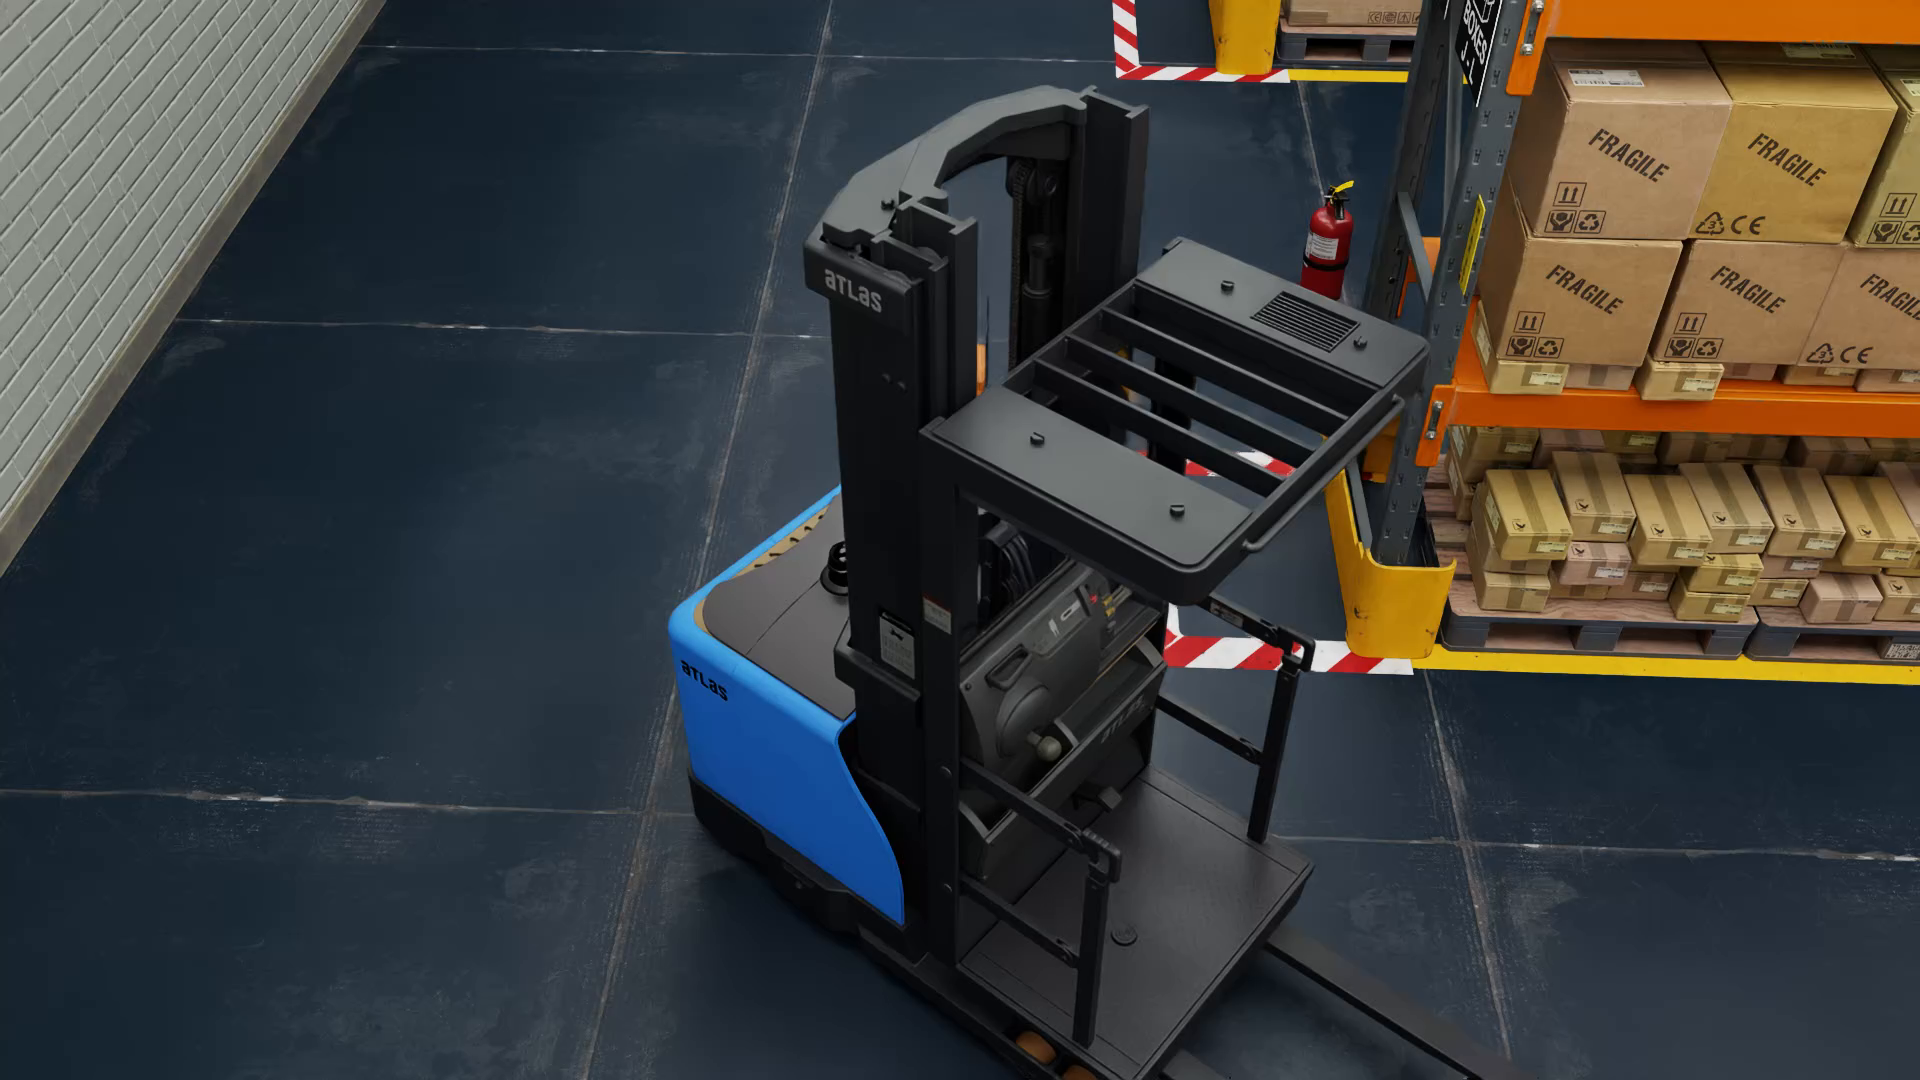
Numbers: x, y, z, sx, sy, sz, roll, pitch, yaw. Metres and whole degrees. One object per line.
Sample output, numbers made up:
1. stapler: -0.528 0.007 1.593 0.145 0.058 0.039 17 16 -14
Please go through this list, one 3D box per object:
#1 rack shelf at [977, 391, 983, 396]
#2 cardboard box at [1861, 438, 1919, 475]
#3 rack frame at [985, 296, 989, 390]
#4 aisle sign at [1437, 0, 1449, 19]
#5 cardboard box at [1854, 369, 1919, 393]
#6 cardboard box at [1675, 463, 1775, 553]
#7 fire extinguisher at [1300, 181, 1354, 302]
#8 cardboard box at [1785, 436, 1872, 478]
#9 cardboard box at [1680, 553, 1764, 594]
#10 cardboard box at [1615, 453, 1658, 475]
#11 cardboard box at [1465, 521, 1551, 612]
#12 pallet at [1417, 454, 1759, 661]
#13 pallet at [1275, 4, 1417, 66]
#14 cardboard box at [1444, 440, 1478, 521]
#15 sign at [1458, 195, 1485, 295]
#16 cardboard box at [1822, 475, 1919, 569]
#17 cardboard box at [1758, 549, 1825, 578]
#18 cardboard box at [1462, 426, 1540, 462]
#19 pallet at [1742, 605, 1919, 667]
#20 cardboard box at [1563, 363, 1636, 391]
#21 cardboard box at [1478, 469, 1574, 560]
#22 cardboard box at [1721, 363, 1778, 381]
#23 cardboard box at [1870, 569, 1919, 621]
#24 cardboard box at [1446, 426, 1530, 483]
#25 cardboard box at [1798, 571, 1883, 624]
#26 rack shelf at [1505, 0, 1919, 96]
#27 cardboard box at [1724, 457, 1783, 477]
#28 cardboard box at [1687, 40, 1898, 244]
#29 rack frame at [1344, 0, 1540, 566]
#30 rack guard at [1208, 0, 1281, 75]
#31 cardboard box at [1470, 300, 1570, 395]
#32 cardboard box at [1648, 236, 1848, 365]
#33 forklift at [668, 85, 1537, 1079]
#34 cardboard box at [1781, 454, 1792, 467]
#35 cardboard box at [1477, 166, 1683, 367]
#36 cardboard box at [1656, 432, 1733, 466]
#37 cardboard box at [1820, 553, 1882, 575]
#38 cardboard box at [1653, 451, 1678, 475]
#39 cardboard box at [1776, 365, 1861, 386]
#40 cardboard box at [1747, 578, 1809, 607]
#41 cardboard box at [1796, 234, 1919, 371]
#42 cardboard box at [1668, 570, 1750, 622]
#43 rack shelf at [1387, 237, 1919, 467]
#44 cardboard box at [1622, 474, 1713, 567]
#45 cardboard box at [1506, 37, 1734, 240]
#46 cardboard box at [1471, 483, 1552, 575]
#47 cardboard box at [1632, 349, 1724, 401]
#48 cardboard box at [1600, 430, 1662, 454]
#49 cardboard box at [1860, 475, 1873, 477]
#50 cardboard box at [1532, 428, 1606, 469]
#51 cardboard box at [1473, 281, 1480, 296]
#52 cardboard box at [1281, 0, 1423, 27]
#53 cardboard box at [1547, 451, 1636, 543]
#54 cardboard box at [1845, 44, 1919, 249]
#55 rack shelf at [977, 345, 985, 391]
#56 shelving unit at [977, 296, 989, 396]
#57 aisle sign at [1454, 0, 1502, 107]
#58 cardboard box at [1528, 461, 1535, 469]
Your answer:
1. rack shelf: 0.014 -0.582 6.707 0.180 0.103 0.258 2 43 2
2. cardboard box: 3.802 -0.442 6.871 0.250 0.149 0.380 2 43 2
3. rack frame: 0.106 -0.436 6.838 0.006 1.200 0.240 2 43 2
4. aisle sign: 1.641 -2.177 5.479 0.004 0.787 0.394 2 43 2
5. cardboard box: 3.312 -0.704 5.989 0.250 0.149 0.380 1 43 1
6. cardboard box: 2.987 -0.128 6.533 0.250 0.149 0.380 0 43 0
7. fire extinguisher: 1.470 -1.177 6.643 0.183 0.674 0.296 2 43 2
8. cardboard box: 3.539 -0.431 6.859 0.250 0.149 0.380 0 43 0
9. cardboard box: 2.984 0.028 6.585 0.250 0.149 0.380 3 43 3
10. cardboard box: 2.760 -0.402 7.046 0.250 0.149 0.380 0 43 0
11. cardboard box: 2.210 0.104 6.721 0.250 0.149 0.380 3 43 3
12. pallet: 2.587 0.052 7.039 1.213 0.211 1.003 2 43 2
13. pallet: 2.625 -3.402 10.747 1.213 0.211 1.003 2 43 2
14. cardboard box: 2.236 -0.256 7.107 0.250 0.149 0.380 2 43 3
15. sign: 1.677 -0.967 5.452 0.005 0.325 0.100 2 43 2
16. cardboard box: 3.525 -0.073 6.475 0.250 0.149 0.380 2 43 3
17. cardboard box: 3.253 -0.029 6.645 0.250 0.149 0.380 0 43 0
18. cardboard box: 2.241 -0.504 6.937 0.250 0.149 0.380 2 43 2
19. pallet: 3.802 0.091 6.997 1.213 0.211 1.003 2 43 2
20. cardboard box: 2.266 -0.715 6.001 0.250 0.149 0.380 3 43 3
21. cardboard box: 2.209 -0.100 6.504 0.250 0.149 0.380 0 43 0
22. cardboard box: 2.797 -0.755 6.045 0.250 0.149 0.380 4 43 4
23. cardboard box: 3.756 0.142 6.680 0.250 0.149 0.380 2 43 2
24. cardboard box: 2.241 -0.417 7.062 0.250 0.149 0.380 1 43 1
25. cardboard box: 3.478 0.152 6.670 0.250 0.149 0.380 0 43 0
26. rack shelf: 3.699 -1.792 5.301 4.000 0.370 1.077 2 43 2
27. cardboard box: 3.278 -0.395 7.039 0.250 0.149 0.380 2 43 3
28. cardboard box: 2.642 -1.325 5.447 0.500 0.500 0.500 3 43 3
29. rack frame: 1.701 -1.019 6.144 0.127 3.000 1.000 2 43 2
30. rack guard: 1.799 -3.479 10.618 0.348 0.500 1.175 2 43 2
31. cardboard box: 2.010 -0.694 5.979 0.250 0.149 0.380 1 43 2
32. cardboard box: 2.673 -0.964 5.793 0.500 0.500 0.500 2 43 2
33. forklift: 0.485 0.346 4.729 3.031 2.935 1.130 29 50 28
34. cardboard box: 3.533 -0.375 7.017 0.250 0.149 0.380 4 43 4
35. cardboard box: 2.137 -0.963 5.792 0.500 0.500 0.500 4 43 4
36. cardboard box: 3.010 -0.485 6.917 0.250 0.149 0.380 0 43 0
37. cardboard box: 3.526 -0.049 6.667 0.250 0.149 0.380 4 43 4
38. cardboard box: 3.024 -0.324 6.962 0.250 0.149 0.380 1 43 1
39. cardboard box: 3.067 -0.730 6.018 0.250 0.149 0.380 1 43 1
40. cardboard box: 3.233 0.085 6.742 0.250 0.149 0.380 2 43 2
41. cardboard box: 3.162 -0.940 5.767 0.500 0.500 0.500 2 43 2
42. cardboard box: 2.974 0.142 6.681 0.250 0.149 0.380 2 43 2
43. rack shelf: 3.699 -0.695 6.323 4.000 0.370 1.077 2 43 2
44. cardboard box: 2.736 -0.079 6.481 0.250 0.149 0.380 2 43 2
45. cardboard box: 2.137 -1.336 5.459 0.500 0.500 0.500 2 43 2
46. cardboard box: 2.213 -0.048 6.666 0.250 0.149 0.380 3 43 4
47. cardboard box: 2.532 -0.670 5.953 0.250 0.149 0.380 1 43 1
48. cardboard box: 2.754 -0.536 6.971 0.250 0.149 0.380 1 43 1
49. cardboard box: 3.810 -0.385 7.028 0.250 0.149 0.380 2 43 2
50. cardboard box: 2.490 -0.457 6.887 0.250 0.149 0.380 3 43 3
51. cardboard box: 2.039 -1.110 6.425 0.250 0.149 0.380 2 43 2
52. cardboard box: 2.487 -3.657 10.547 0.875 0.438 0.875 0 43 0
53. cardboard box: 2.490 -0.174 6.583 0.250 0.149 0.380 2 43 3
54. cardboard box: 3.160 -1.294 5.413 0.500 0.500 0.500 1 43 1
55. rack shelf: 0.014 -0.669 6.625 0.180 0.103 0.258 2 43 2
56. shelving unit: 0.014 -0.439 6.841 0.189 1.200 0.258 2 43 2
57. aisle sign: 1.614 -1.769 5.041 0.004 0.787 0.394 2 43 2
58. cardboard box: 2.500 -0.372 7.014 0.250 0.149 0.380 1 43 1
